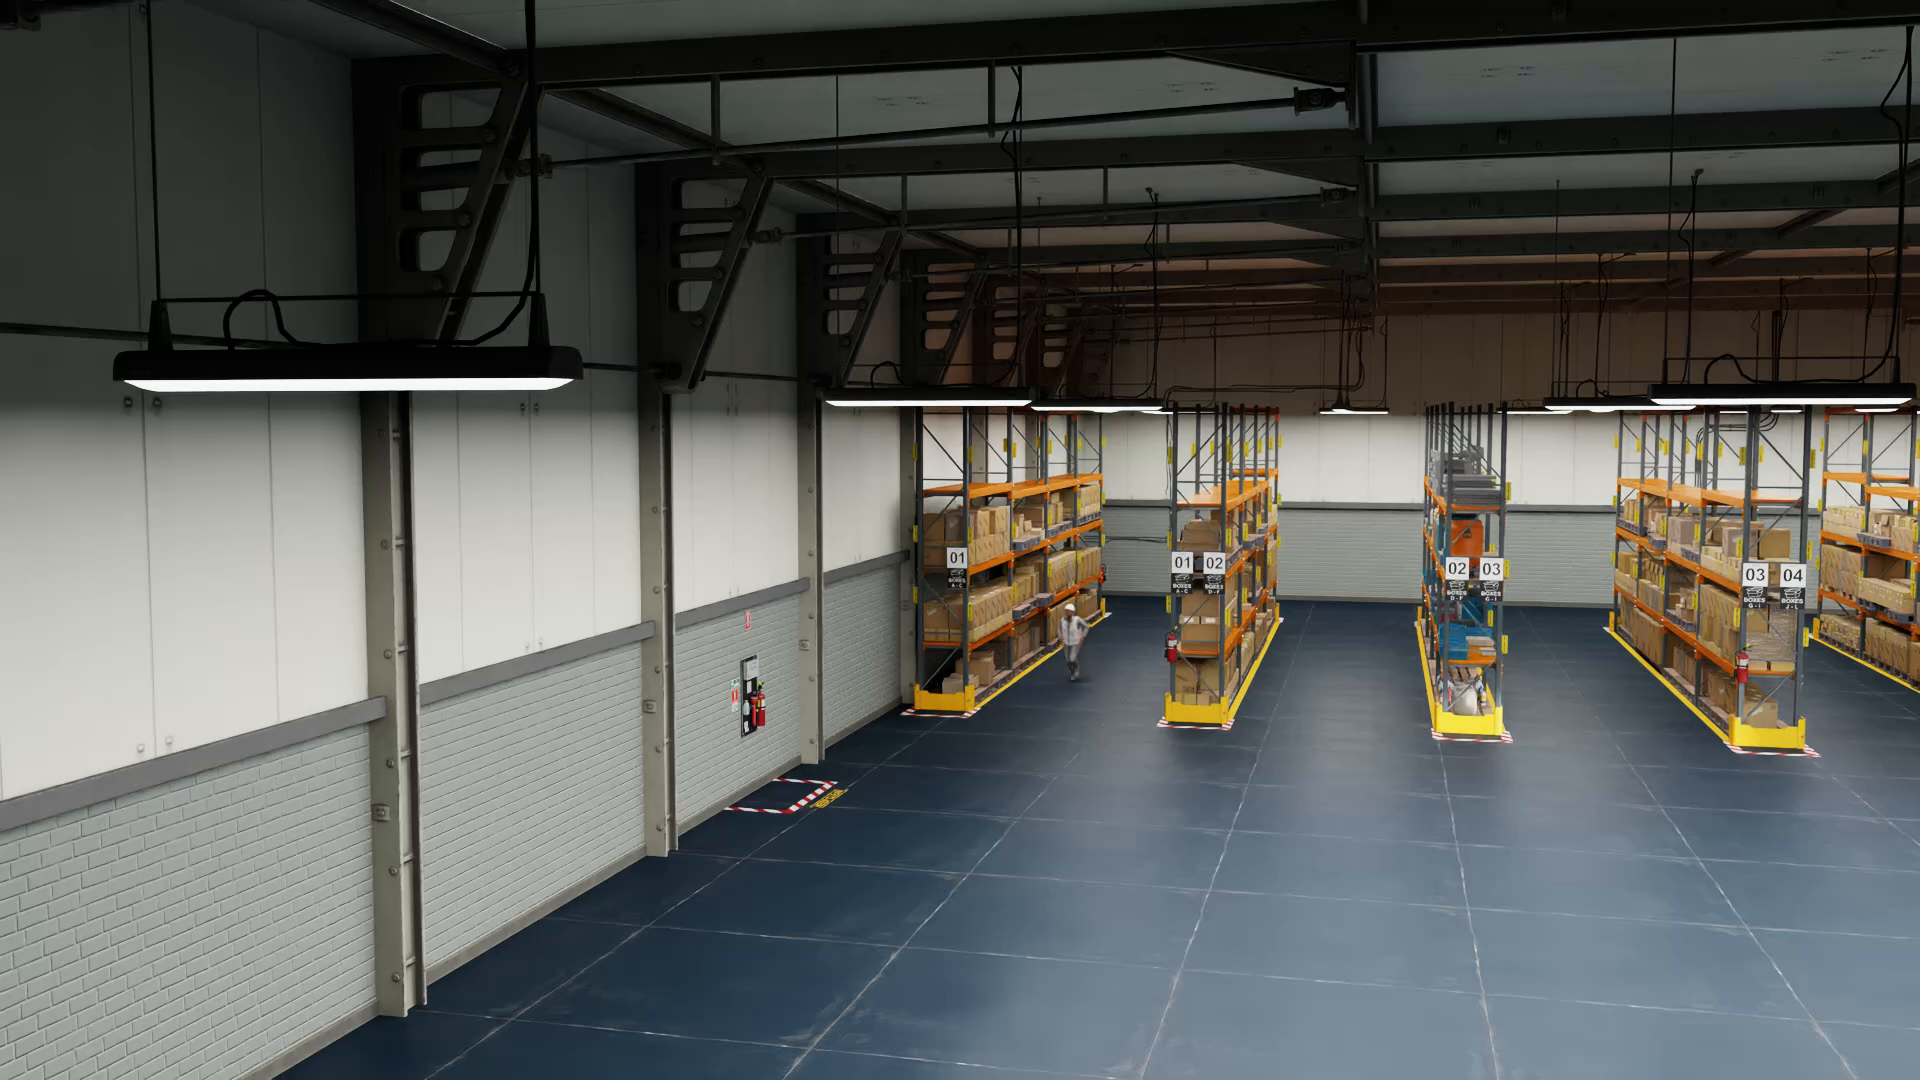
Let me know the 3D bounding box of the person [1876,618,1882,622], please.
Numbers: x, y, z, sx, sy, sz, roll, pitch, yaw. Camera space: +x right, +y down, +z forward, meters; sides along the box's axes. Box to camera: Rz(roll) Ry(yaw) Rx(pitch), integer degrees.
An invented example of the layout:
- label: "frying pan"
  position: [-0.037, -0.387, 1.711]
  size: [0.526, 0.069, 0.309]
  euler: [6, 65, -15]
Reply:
- label: "person"
  position: [25.140, 1.513, 45.114]
  size: [1.085, 1.737, 0.565]
  euler: [-1, 4, -15]

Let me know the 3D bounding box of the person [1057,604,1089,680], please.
- label: "person"
  position: [2.453, 2.215, 36.082]
  size: [0.691, 1.688, 0.726]
  euler: [2, 5, 25]
